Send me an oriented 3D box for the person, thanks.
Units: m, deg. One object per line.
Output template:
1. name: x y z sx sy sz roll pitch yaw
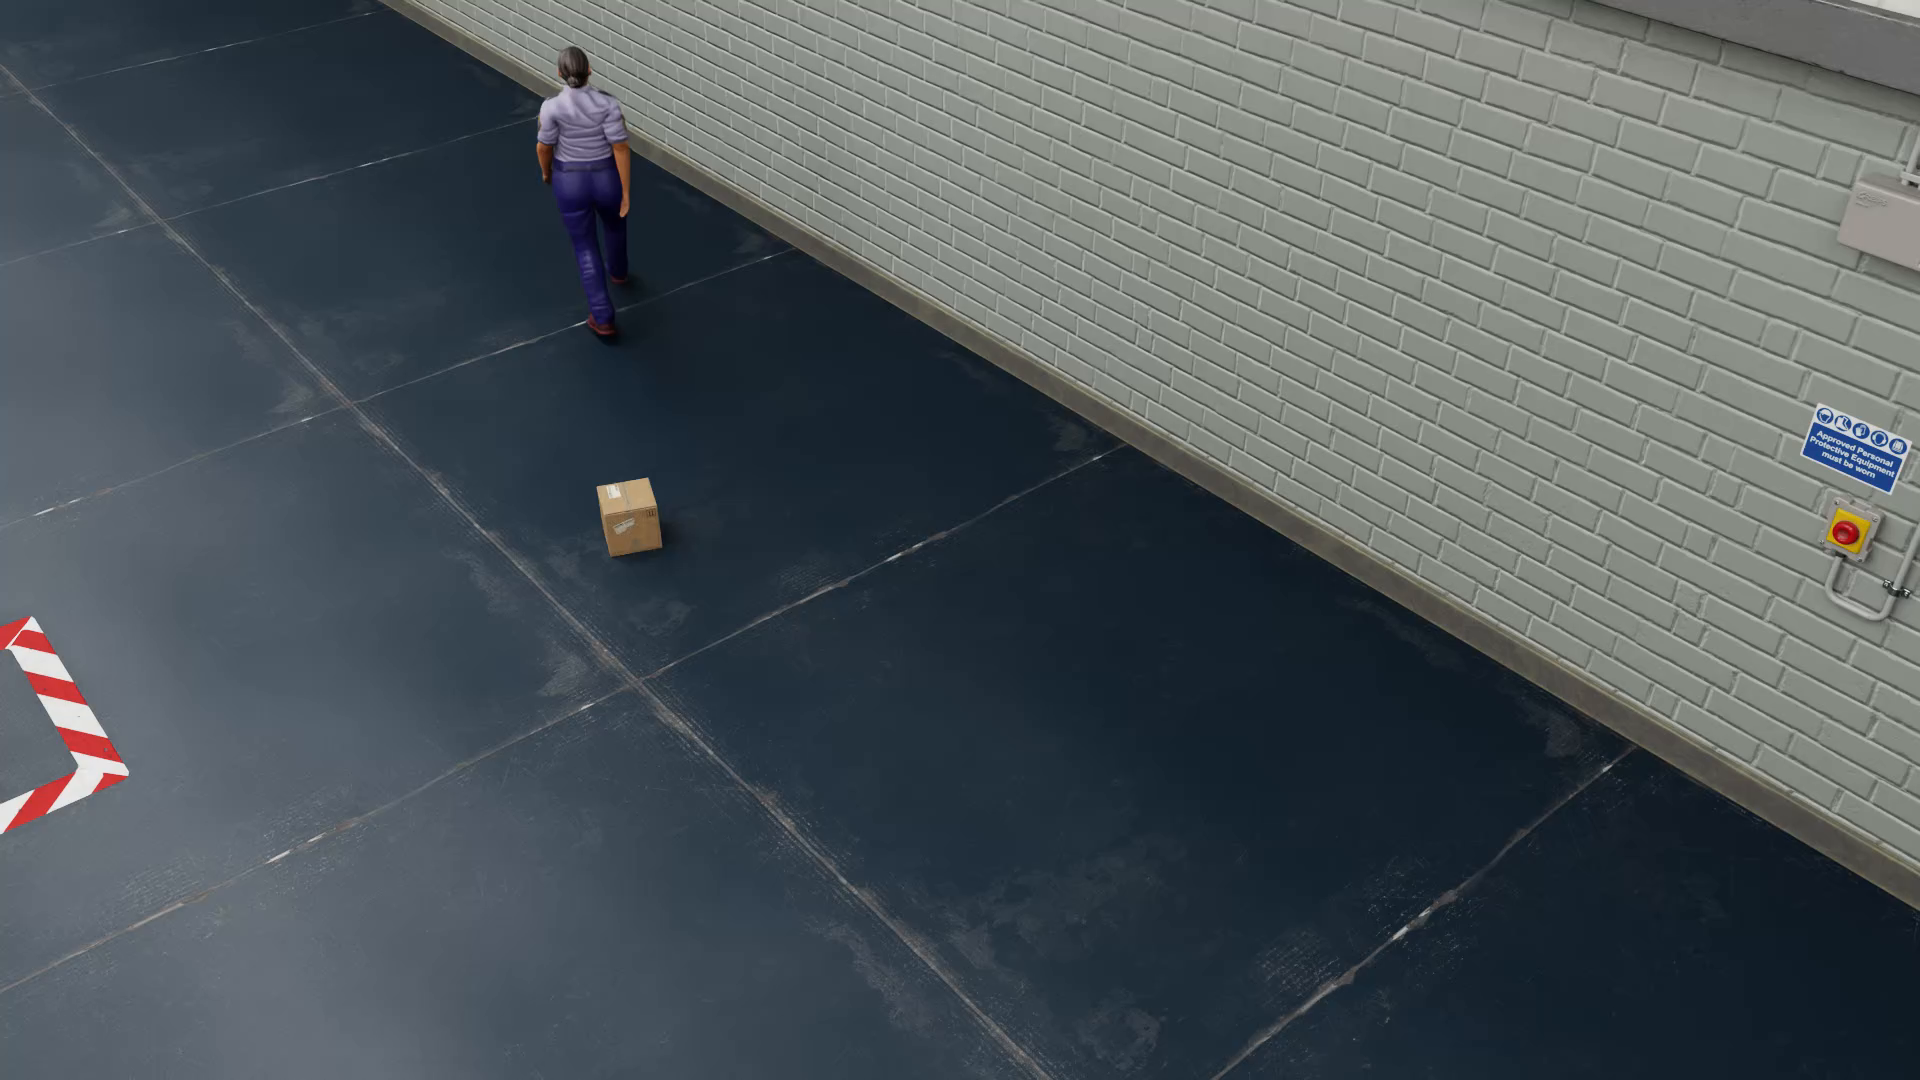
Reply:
1. person: -2.134 -2.060 9.468 0.493 1.590 0.967 -12 38 -16
